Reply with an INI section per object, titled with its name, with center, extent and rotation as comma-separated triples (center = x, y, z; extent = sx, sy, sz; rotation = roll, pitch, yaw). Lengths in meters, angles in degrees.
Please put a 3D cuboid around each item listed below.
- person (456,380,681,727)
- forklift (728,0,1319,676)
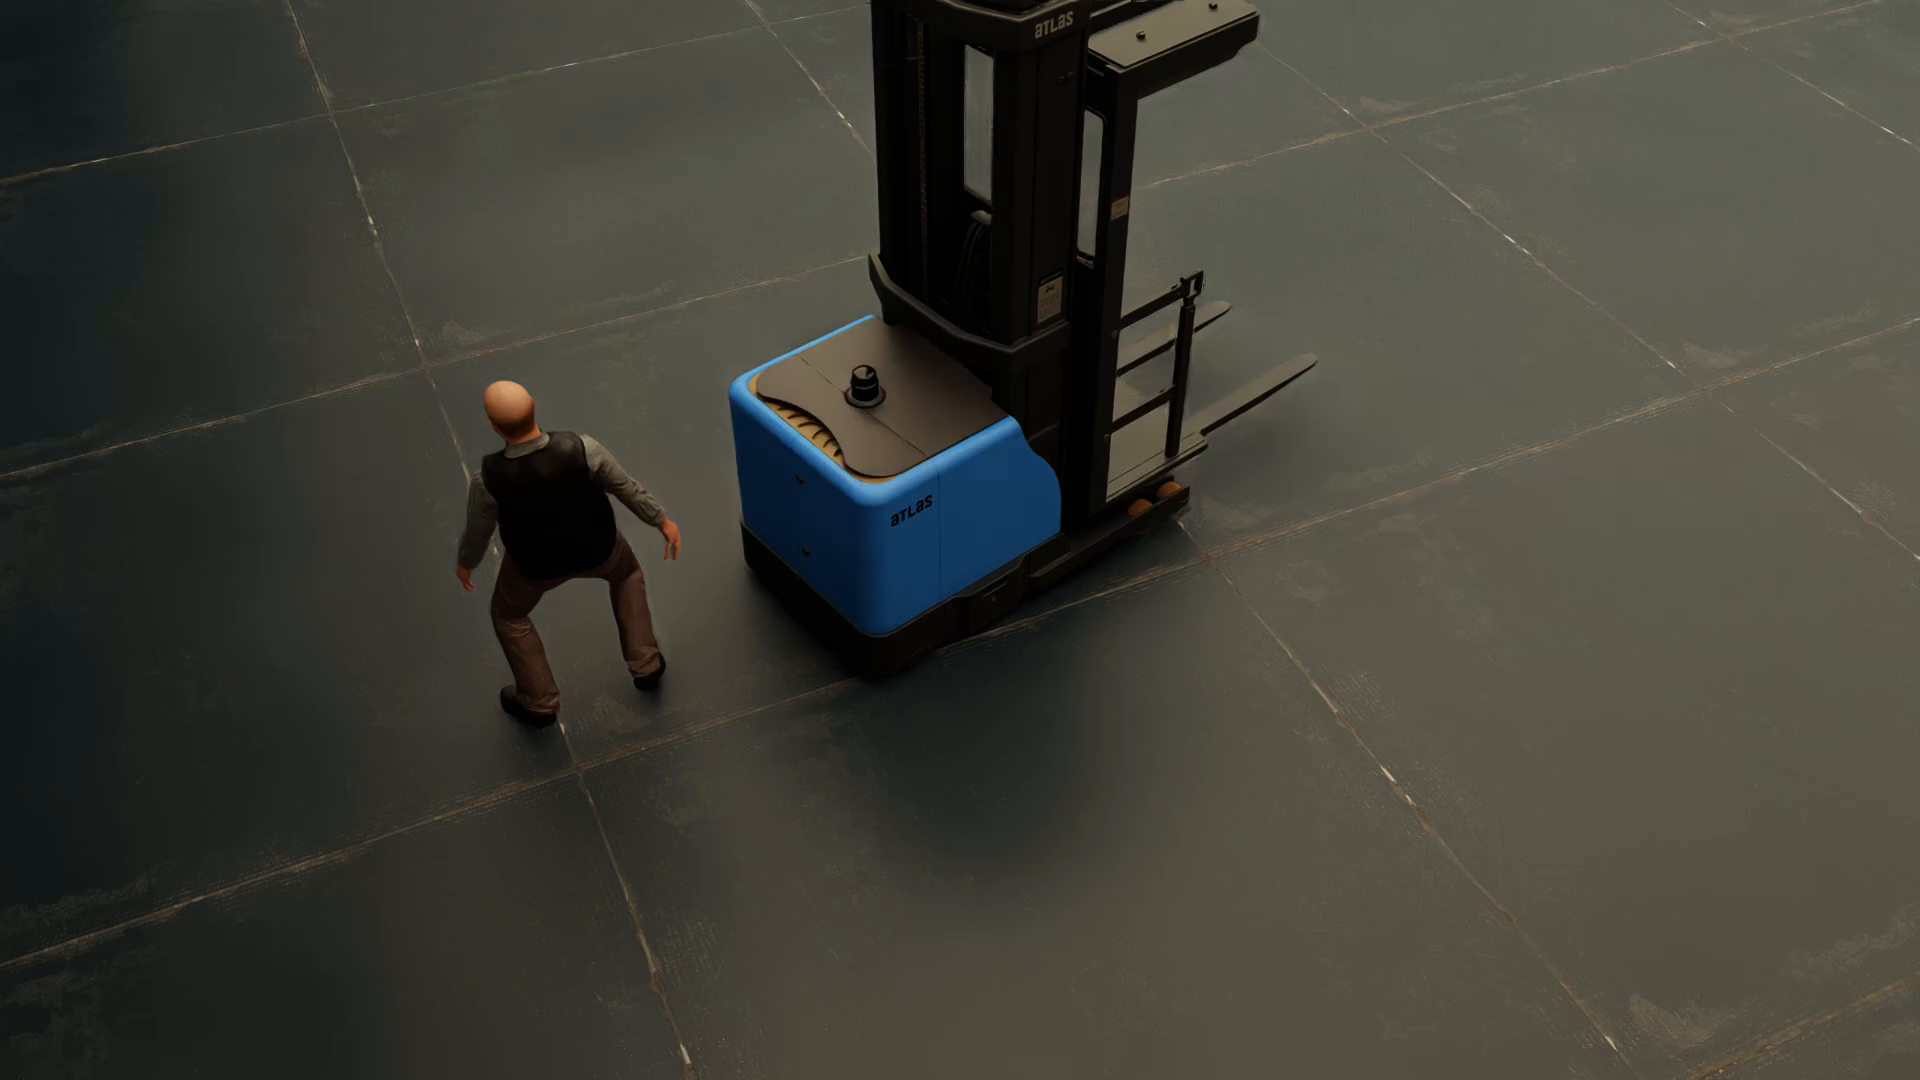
[person]
center = -1.568, 0.013, 6.627
extent = 0.885, 1.634, 0.486
rotation = -12, 44, -13
[forklift]
center = 0.462, -1.348, 7.124
extent = 3.031, 2.935, 1.130
rotation = -30, 51, -28
